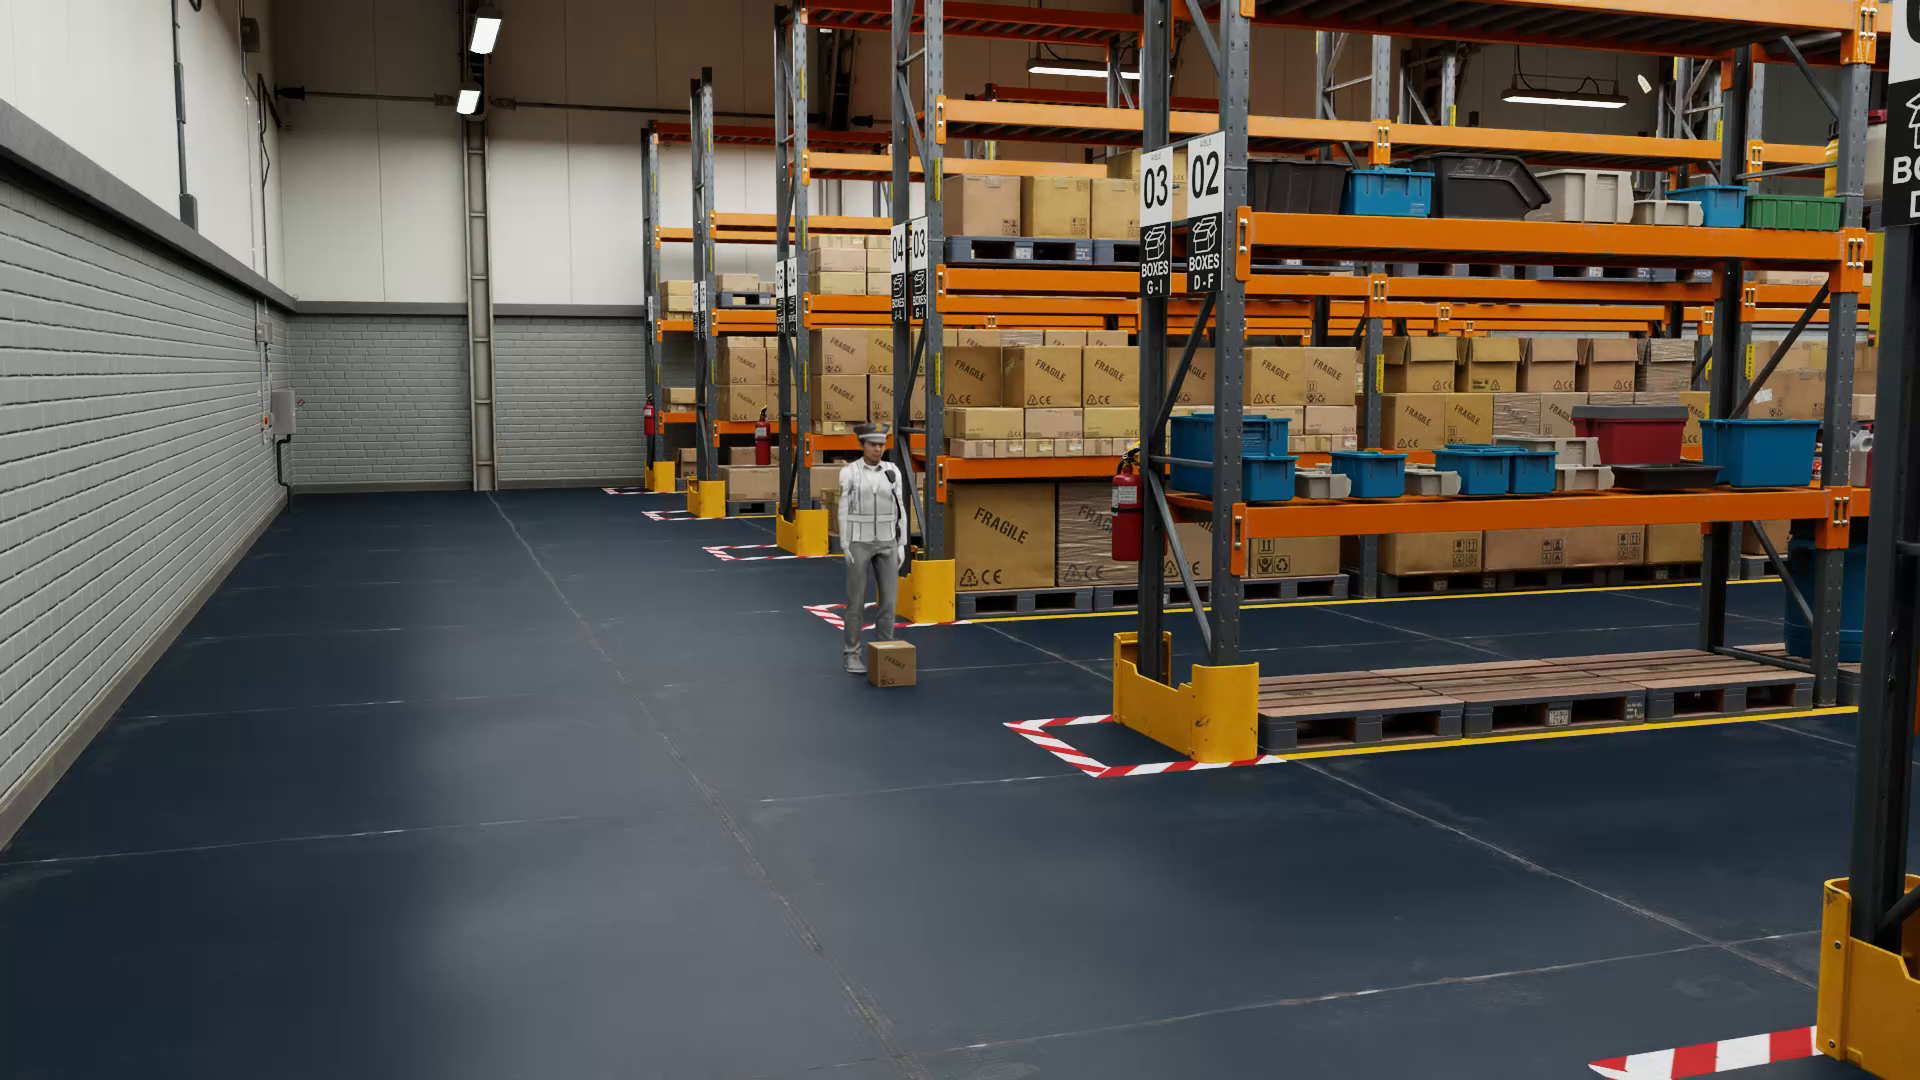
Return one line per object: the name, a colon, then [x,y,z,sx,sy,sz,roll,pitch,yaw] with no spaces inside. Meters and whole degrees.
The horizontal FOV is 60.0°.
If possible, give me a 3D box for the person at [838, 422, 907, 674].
person: [-0.574,0.049,11.076,0.468,1.669,0.329,-2,6,-17]
